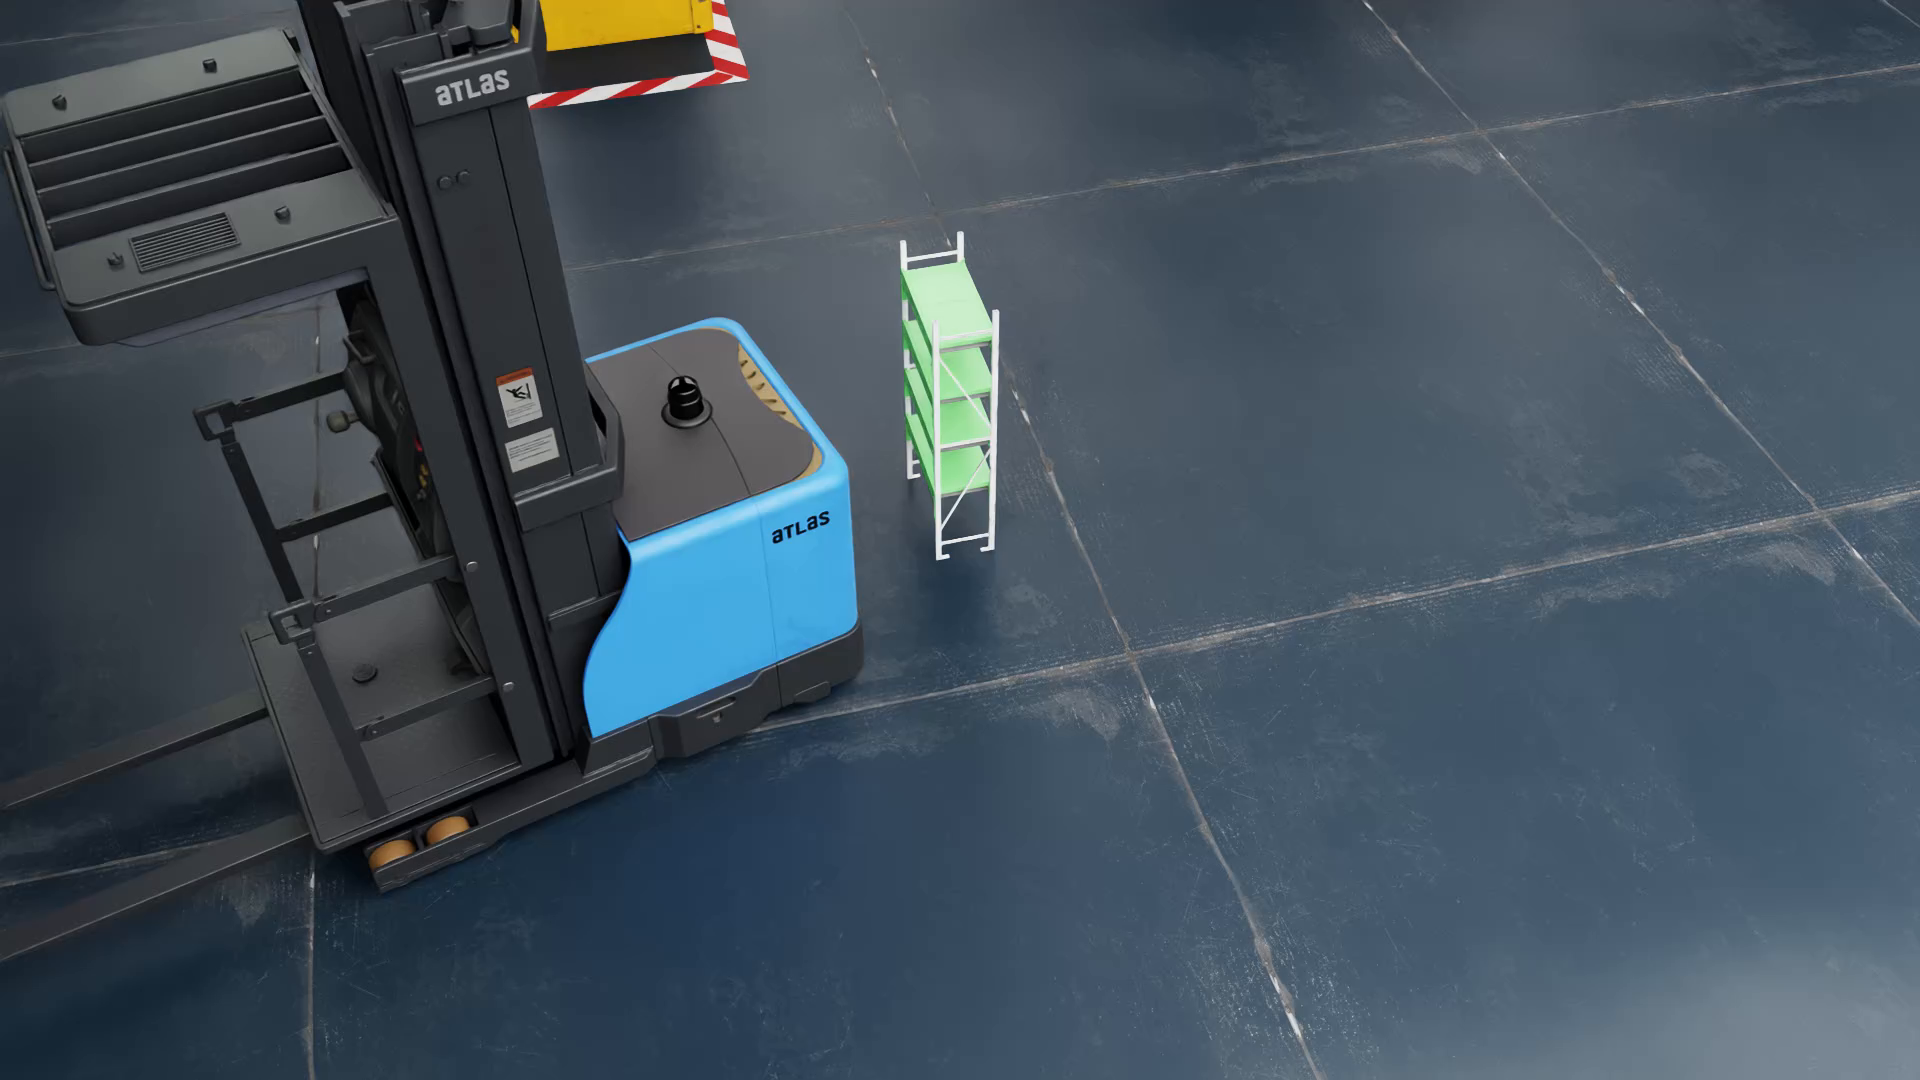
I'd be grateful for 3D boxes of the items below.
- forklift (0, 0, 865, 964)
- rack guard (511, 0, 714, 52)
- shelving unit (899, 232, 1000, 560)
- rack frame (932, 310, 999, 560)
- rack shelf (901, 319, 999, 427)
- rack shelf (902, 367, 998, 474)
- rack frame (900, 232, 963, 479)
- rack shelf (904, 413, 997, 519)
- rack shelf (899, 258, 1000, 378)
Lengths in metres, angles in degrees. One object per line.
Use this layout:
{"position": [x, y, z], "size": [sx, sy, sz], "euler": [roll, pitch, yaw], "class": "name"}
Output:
{"position": [-1.894, -0.291, 4.983], "size": [3.031, 2.935, 1.130], "euler": [-22, 50, -20], "class": "forklift"}
{"position": [-2.025, -3.138, 9.475], "size": [1.175, 0.500, 0.348], "euler": [-11, 47, -10], "class": "rack guard"}
{"position": [-0.042, -0.534, 6.433], "size": [0.258, 1.200, 0.503], "euler": [-11, 47, -10], "class": "shelving unit"}
{"position": [0.020, -0.366, 6.268], "size": [0.240, 1.200, 0.015], "euler": [-11, 47, -10], "class": "rack frame"}
{"position": [-0.042, -0.658, 6.308], "size": [0.258, 0.148, 0.480], "euler": [-11, 47, -10], "class": "rack shelf"}
{"position": [-0.042, -0.490, 6.479], "size": [0.258, 0.148, 0.480], "euler": [-11, 47, -10], "class": "rack shelf"}
{"position": [-0.105, -0.703, 6.599], "size": [0.240, 1.200, 0.015], "euler": [-11, 47, -10], "class": "rack frame"}
{"position": [-0.042, -0.322, 6.651], "size": [0.258, 0.148, 0.480], "euler": [-11, 47, -10], "class": "rack shelf"}
{"position": [-0.042, -0.825, 6.136], "size": [0.258, 0.148, 0.480], "euler": [-11, 47, -10], "class": "rack shelf"}
